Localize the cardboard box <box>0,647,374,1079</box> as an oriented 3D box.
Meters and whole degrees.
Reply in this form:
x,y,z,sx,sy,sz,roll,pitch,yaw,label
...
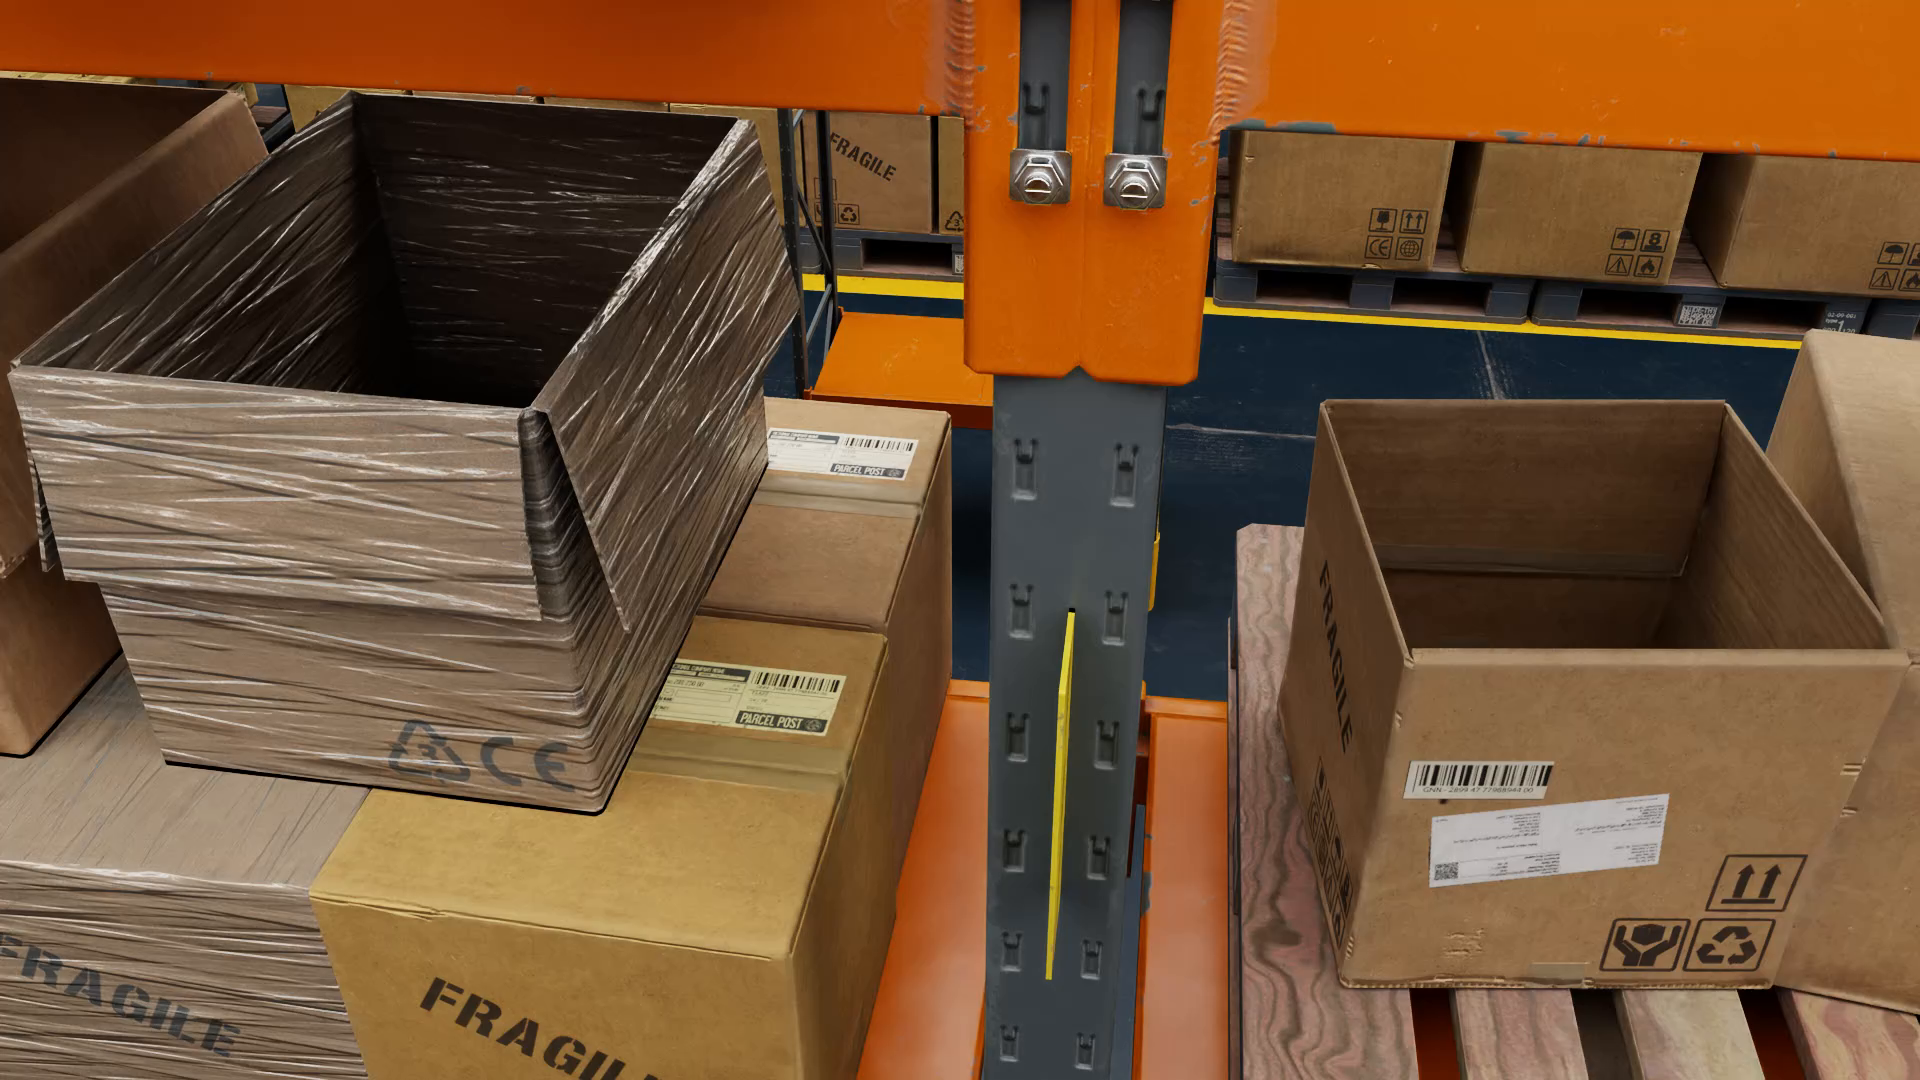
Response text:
x,y,z,sx,sy,sz,roll,pitch,yaw,label
-0.865,0.393,2.031,0.500,0.500,0.500,4,36,6,cardboard box

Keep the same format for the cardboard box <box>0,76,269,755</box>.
x,y,z,sx,sy,sz,roll,pitch,yaw,label
-1.220,-0.194,1.991,0.637,0.503,0.797,5,36,7,cardboard box

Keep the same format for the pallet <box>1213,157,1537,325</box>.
x,y,z,sx,sy,sz,roll,pitch,yaw,label
1.654,-1.246,6.814,1.213,0.211,1.003,4,36,6,pallet

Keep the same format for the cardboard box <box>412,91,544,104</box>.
x,y,z,sx,sy,sz,roll,pitch,yaw,label
-1.862,-1.686,6.821,0.500,0.500,0.500,6,36,8,cardboard box

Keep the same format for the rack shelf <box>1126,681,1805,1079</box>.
x,y,z,sx,sy,sz,roll,pitch,yaw,label
2.133,0.809,2.154,4.000,0.370,1.077,4,36,6,rack shelf

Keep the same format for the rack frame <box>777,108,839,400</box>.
x,y,z,sx,sy,sz,roll,pitch,yaw,label
-0.420,-0.642,4.858,0.032,1.500,0.500,4,36,6,rack frame

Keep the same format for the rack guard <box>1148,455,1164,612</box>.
x,y,z,sx,sy,sz,roll,pitch,yaw,label
0.570,-0.059,5.118,0.087,0.250,0.587,4,36,6,rack guard

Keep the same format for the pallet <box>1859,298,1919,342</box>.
x,y,z,sx,sy,sz,roll,pitch,yaw,label
4.074,-1.065,6.561,1.213,0.211,1.003,4,36,6,pallet

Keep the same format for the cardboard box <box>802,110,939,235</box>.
x,y,z,sx,sy,sz,roll,pitch,yaw,label
-0.319,-1.575,6.664,0.500,0.500,0.500,6,36,8,cardboard box

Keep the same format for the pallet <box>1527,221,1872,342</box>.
x,y,z,sx,sy,sz,roll,pitch,yaw,label
2.860,-1.154,6.685,1.213,0.211,1.003,4,36,6,pallet

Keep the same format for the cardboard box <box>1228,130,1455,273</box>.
x,y,z,sx,sy,sz,roll,pitch,yaw,label
1.474,-1.641,6.542,0.750,0.750,1.050,4,36,5,cardboard box

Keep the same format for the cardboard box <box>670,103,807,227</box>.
x,y,z,sx,sy,sz,roll,pitch,yaw,label
-0.846,-1.604,6.706,0.500,0.500,0.500,3,36,4,cardboard box

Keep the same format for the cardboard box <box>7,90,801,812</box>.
x,y,z,sx,sy,sz,roll,pitch,yaw,label
-0.574,-0.145,1.921,0.637,0.503,0.797,5,36,8,cardboard box

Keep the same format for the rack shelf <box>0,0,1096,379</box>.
x,y,z,sx,sy,sz,roll,pitch,yaw,label
-1.834,-0.708,1.697,4.000,0.370,1.077,4,36,6,rack shelf

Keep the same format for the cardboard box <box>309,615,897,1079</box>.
x,y,z,sx,sy,sz,roll,pitch,yaw,label
-0.372,0.433,1.975,0.500,0.500,0.500,5,36,7,cardboard box

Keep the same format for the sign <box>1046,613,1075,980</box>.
x,y,z,sx,sy,sz,roll,pitch,yaw,label
0.082,0.217,1.368,0.005,0.325,0.100,4,36,6,sign

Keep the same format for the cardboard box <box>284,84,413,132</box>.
x,y,z,sx,sy,sz,roll,pitch,yaw,label
-2.387,-1.724,6.874,0.500,0.500,0.500,6,36,8,cardboard box

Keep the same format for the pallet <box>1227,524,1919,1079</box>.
x,y,z,sx,sy,sz,roll,pitch,yaw,label
0.870,0.437,2.220,1.003,0.211,1.213,4,36,6,pallet

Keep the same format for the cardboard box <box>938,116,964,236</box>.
x,y,z,sx,sy,sz,roll,pitch,yaw,label
0.195,-1.534,6.608,0.500,0.500,0.500,4,36,6,cardboard box

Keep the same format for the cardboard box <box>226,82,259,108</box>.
x,y,z,sx,sy,sz,roll,pitch,yaw,label
-3.406,-2.001,7.564,0.250,0.149,0.380,3,36,4,cardboard box

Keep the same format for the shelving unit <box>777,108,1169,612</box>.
x,y,z,sx,sy,sz,roll,pitch,yaw,label
0.076,-0.605,4.806,1.083,1.500,0.587,4,36,6,shelving unit

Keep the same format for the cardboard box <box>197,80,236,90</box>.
x,y,z,sx,sy,sz,roll,pitch,yaw,label
-3.405,-2.121,7.477,0.250,0.149,0.380,6,36,8,cardboard box

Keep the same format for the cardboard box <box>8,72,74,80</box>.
x,y,z,sx,sy,sz,roll,pitch,yaw,label
-3.731,-1.904,6.916,0.250,0.149,0.380,5,36,7,cardboard box

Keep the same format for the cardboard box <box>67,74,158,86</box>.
x,y,z,sx,sy,sz,roll,pitch,yaw,label
-3.472,-1.908,6.921,0.250,0.149,0.380,5,36,7,cardboard box

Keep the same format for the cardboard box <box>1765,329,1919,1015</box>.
x,y,z,sx,sy,sz,roll,pitch,yaw,label
1.257,0.157,2.001,0.500,0.500,0.700,9,37,13,cardboard box

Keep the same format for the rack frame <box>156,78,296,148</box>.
x,y,z,sx,sy,sz,roll,pitch,yaw,label
-3.086,-2.778,6.561,0.127,3.000,1.000,4,36,6,rack frame

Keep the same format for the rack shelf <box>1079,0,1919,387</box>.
x,y,z,sx,sy,sz,roll,pitch,yaw,label
2.133,-0.412,1.283,4.000,0.370,1.077,4,36,6,rack shelf

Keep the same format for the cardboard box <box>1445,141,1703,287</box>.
x,y,z,sx,sy,sz,roll,pitch,yaw,label
2.342,-1.578,6.454,0.750,0.750,1.050,5,36,7,cardboard box

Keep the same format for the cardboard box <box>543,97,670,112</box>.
x,y,z,sx,sy,sz,roll,pitch,yaw,label
-1.341,-1.655,6.778,0.500,0.500,0.500,5,36,7,cardboard box

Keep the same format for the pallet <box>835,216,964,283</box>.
x,y,z,sx,sy,sz,roll,pitch,yaw,label
0.107,-1.406,7.039,1.213,0.211,1.003,4,36,6,pallet

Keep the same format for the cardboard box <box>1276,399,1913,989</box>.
x,y,z,sx,sy,sz,roll,pitch,yaw,label
0.690,0.173,1.978,0.500,0.500,0.500,0,36,0,cardboard box

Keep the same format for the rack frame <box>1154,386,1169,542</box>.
x,y,z,sx,sy,sz,roll,pitch,yaw,label
0.589,-0.567,4.753,0.032,1.500,0.500,4,36,6,rack frame

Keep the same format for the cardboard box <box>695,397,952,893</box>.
x,y,z,sx,sy,sz,roll,pitch,yaw,label
-0.298,0.134,2.393,0.500,0.500,0.500,5,36,7,cardboard box

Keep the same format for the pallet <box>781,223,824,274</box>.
x,y,z,sx,sy,sz,roll,pitch,yaw,label
-1.100,-1.498,7.167,1.213,0.211,1.003,4,36,6,pallet

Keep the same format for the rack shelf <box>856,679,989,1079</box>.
x,y,z,sx,sy,sz,roll,pitch,yaw,label
-1.834,0.513,2.569,4.000,0.370,1.077,4,36,6,rack shelf

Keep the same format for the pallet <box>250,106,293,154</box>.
x,y,z,sx,sy,sz,roll,pitch,yaw,label
-3.757,-1.673,7.412,1.213,0.211,1.003,4,36,6,pallet

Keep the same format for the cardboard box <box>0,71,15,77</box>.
x,y,z,sx,sy,sz,roll,pitch,yaw,label
-3.978,-1.918,6.936,0.250,0.149,0.380,4,36,6,cardboard box

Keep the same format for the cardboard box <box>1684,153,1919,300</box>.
x,y,z,sx,sy,sz,roll,pitch,yaw,label
3.265,-1.509,6.358,0.750,0.750,1.050,4,36,6,cardboard box

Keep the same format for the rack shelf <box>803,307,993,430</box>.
x,y,z,sx,sy,sz,roll,pitch,yaw,label
0.085,-0.458,4.910,1.000,0.185,0.538,4,36,6,rack shelf
